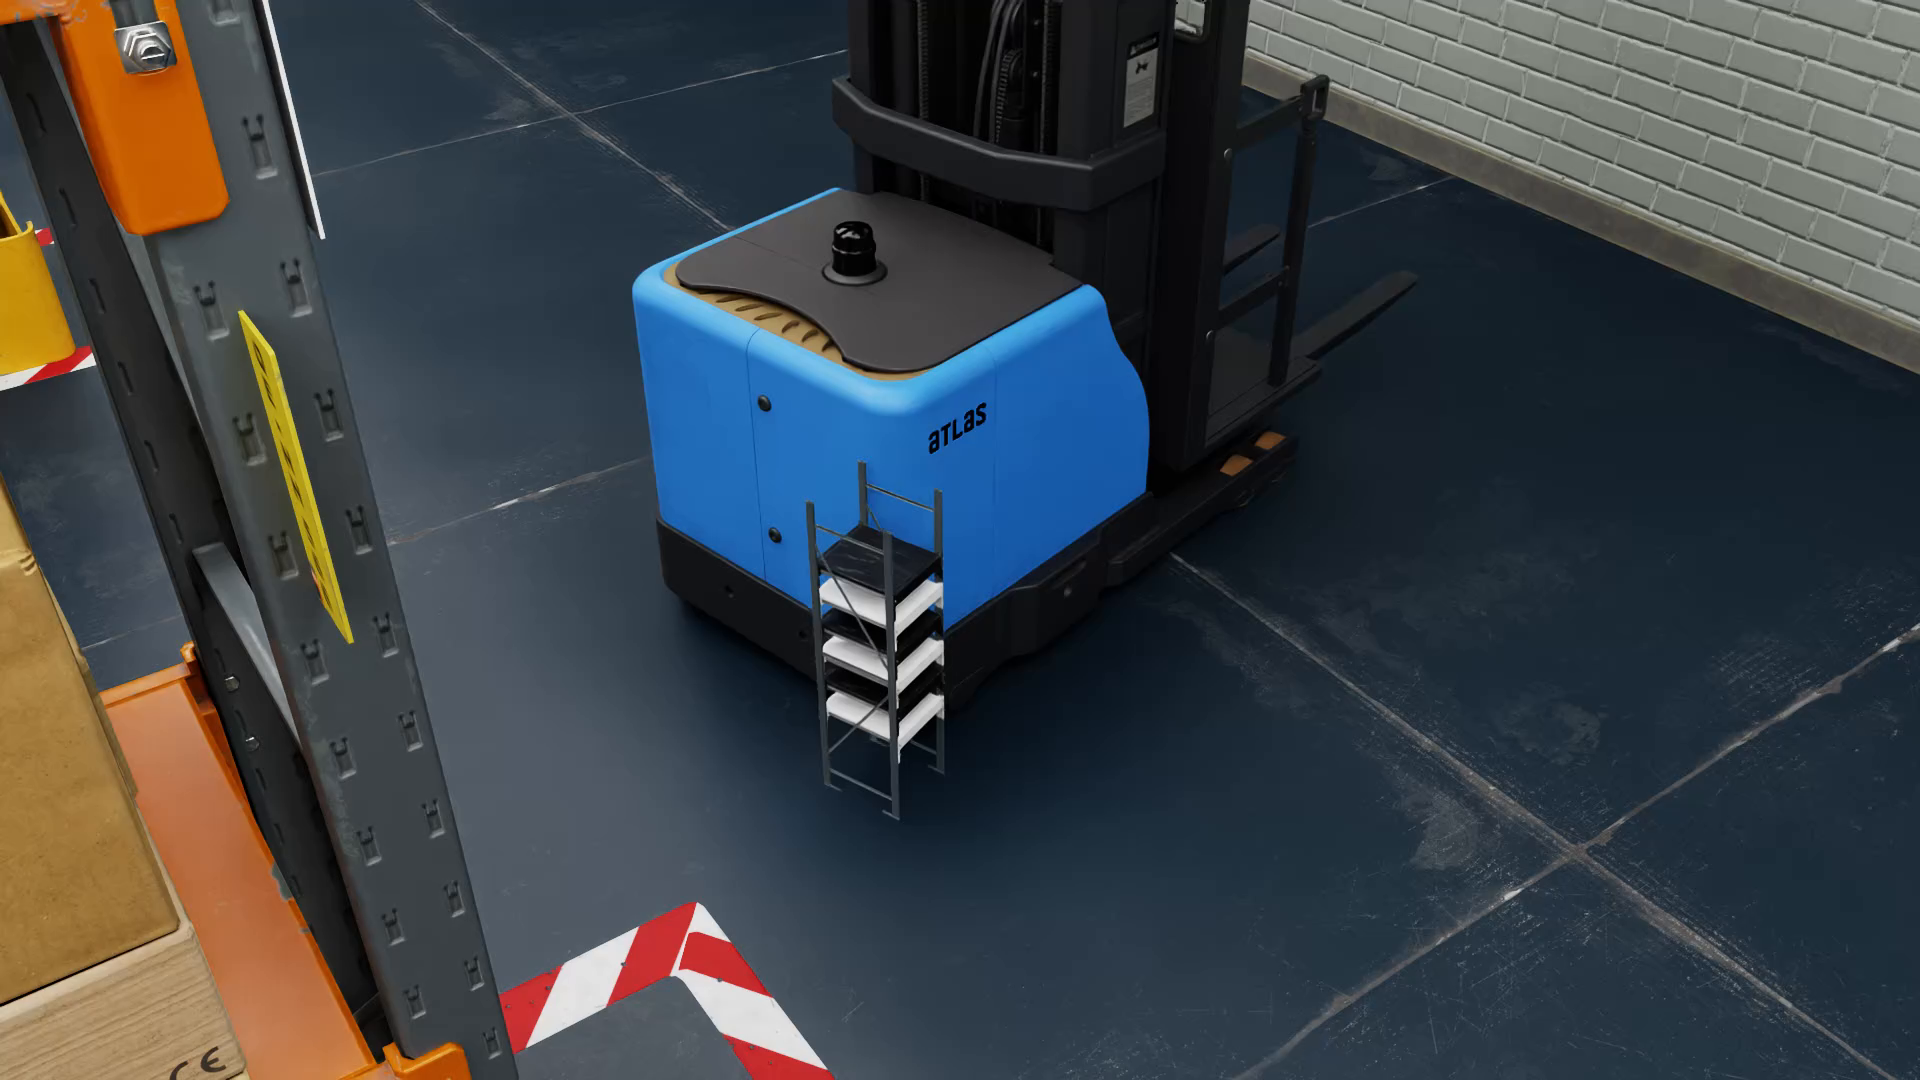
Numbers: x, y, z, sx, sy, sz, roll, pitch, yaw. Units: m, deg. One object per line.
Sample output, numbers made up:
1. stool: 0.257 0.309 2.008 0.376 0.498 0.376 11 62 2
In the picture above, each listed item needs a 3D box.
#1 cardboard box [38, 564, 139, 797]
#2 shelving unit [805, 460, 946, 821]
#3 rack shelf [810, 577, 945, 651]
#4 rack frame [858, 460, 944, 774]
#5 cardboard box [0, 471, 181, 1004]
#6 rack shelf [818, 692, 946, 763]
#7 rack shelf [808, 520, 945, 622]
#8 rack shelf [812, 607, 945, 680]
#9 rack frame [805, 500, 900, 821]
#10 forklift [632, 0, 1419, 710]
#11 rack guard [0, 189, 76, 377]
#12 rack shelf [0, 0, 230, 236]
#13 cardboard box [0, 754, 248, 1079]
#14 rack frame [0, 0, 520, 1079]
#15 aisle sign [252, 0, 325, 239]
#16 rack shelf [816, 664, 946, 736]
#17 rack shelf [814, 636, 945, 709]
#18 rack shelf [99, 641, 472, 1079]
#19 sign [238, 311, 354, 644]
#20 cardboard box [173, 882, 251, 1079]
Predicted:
1. cardboard box: -1.471 0.222 2.246 0.500 0.250 0.500 -24 42 -29
2. shelving unit: -0.199 0.263 4.113 0.258 0.900 0.210 21 41 27
3. rack shelf: -0.199 0.144 4.028 0.258 0.077 0.200 21 41 27
4. rack frame: -0.143 0.214 4.182 0.240 0.900 0.006 21 41 27
5. cardboard box: -1.170 0.174 1.670 0.500 0.500 0.500 -22 41 -27
6. rack shelf: -0.199 0.436 4.238 0.258 0.077 0.200 21 41 27
7. rack shelf: -0.199 0.071 3.975 0.258 0.077 0.200 21 41 27
8. rack shelf: -0.199 0.217 4.080 0.258 0.077 0.200 21 41 27
9. rack frame: -0.255 0.313 4.044 0.240 0.900 0.006 21 41 27
10. forklift: 0.470 -1.476 4.792 1.130 2.935 3.031 28 44 33
11. rack guard: -3.764 -1.114 6.371 0.348 0.500 1.175 -22 41 -28
12. rack shelf: -2.558 -0.004 0.733 4.000 0.370 1.077 -22 41 -28
13. cardboard box: -1.166 0.479 1.888 0.500 0.250 0.500 -23 42 -29
14. rack frame: -0.921 0.251 2.332 0.053 2.616 0.949 -22 41 -28
15. aisle sign: -0.691 -0.687 1.410 0.004 0.787 0.394 -22 41 -28
16. rack shelf: -0.199 0.363 4.185 0.258 0.077 0.200 21 41 27
17. rack shelf: -0.199 0.290 4.133 0.258 0.077 0.200 21 41 27
18. rack shelf: -2.558 1.214 1.609 4.000 0.370 1.077 -22 41 -28
19. sign: -0.622 -0.053 1.560 0.005 0.325 0.100 -22 41 -28
20. cardboard box: -1.024 0.628 2.022 0.250 0.149 0.380 -22 41 -27
